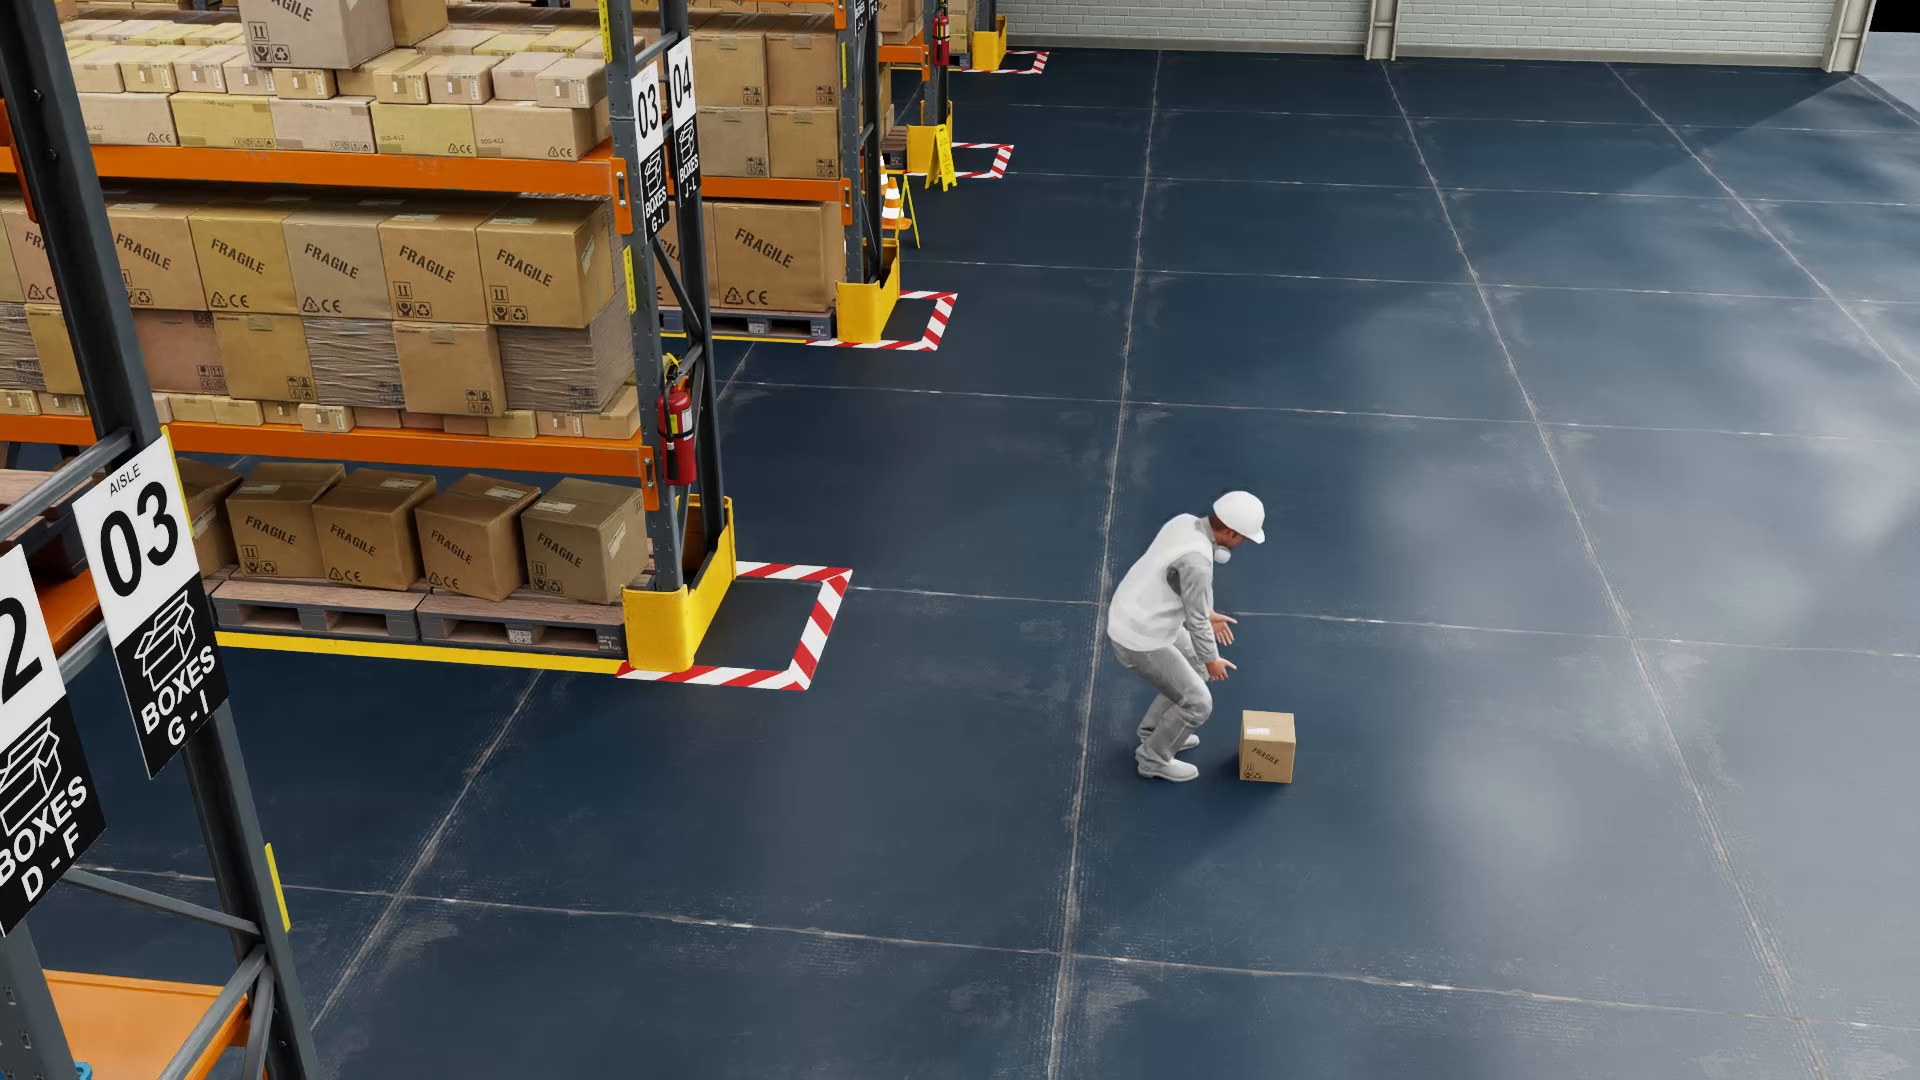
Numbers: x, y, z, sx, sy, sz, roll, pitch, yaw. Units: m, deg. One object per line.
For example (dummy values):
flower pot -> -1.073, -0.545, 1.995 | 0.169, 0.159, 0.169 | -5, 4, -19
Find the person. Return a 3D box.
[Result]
person -> 1.073, 0.430, 8.082 | 0.714, 1.506, 0.590 | 4, 28, 7
